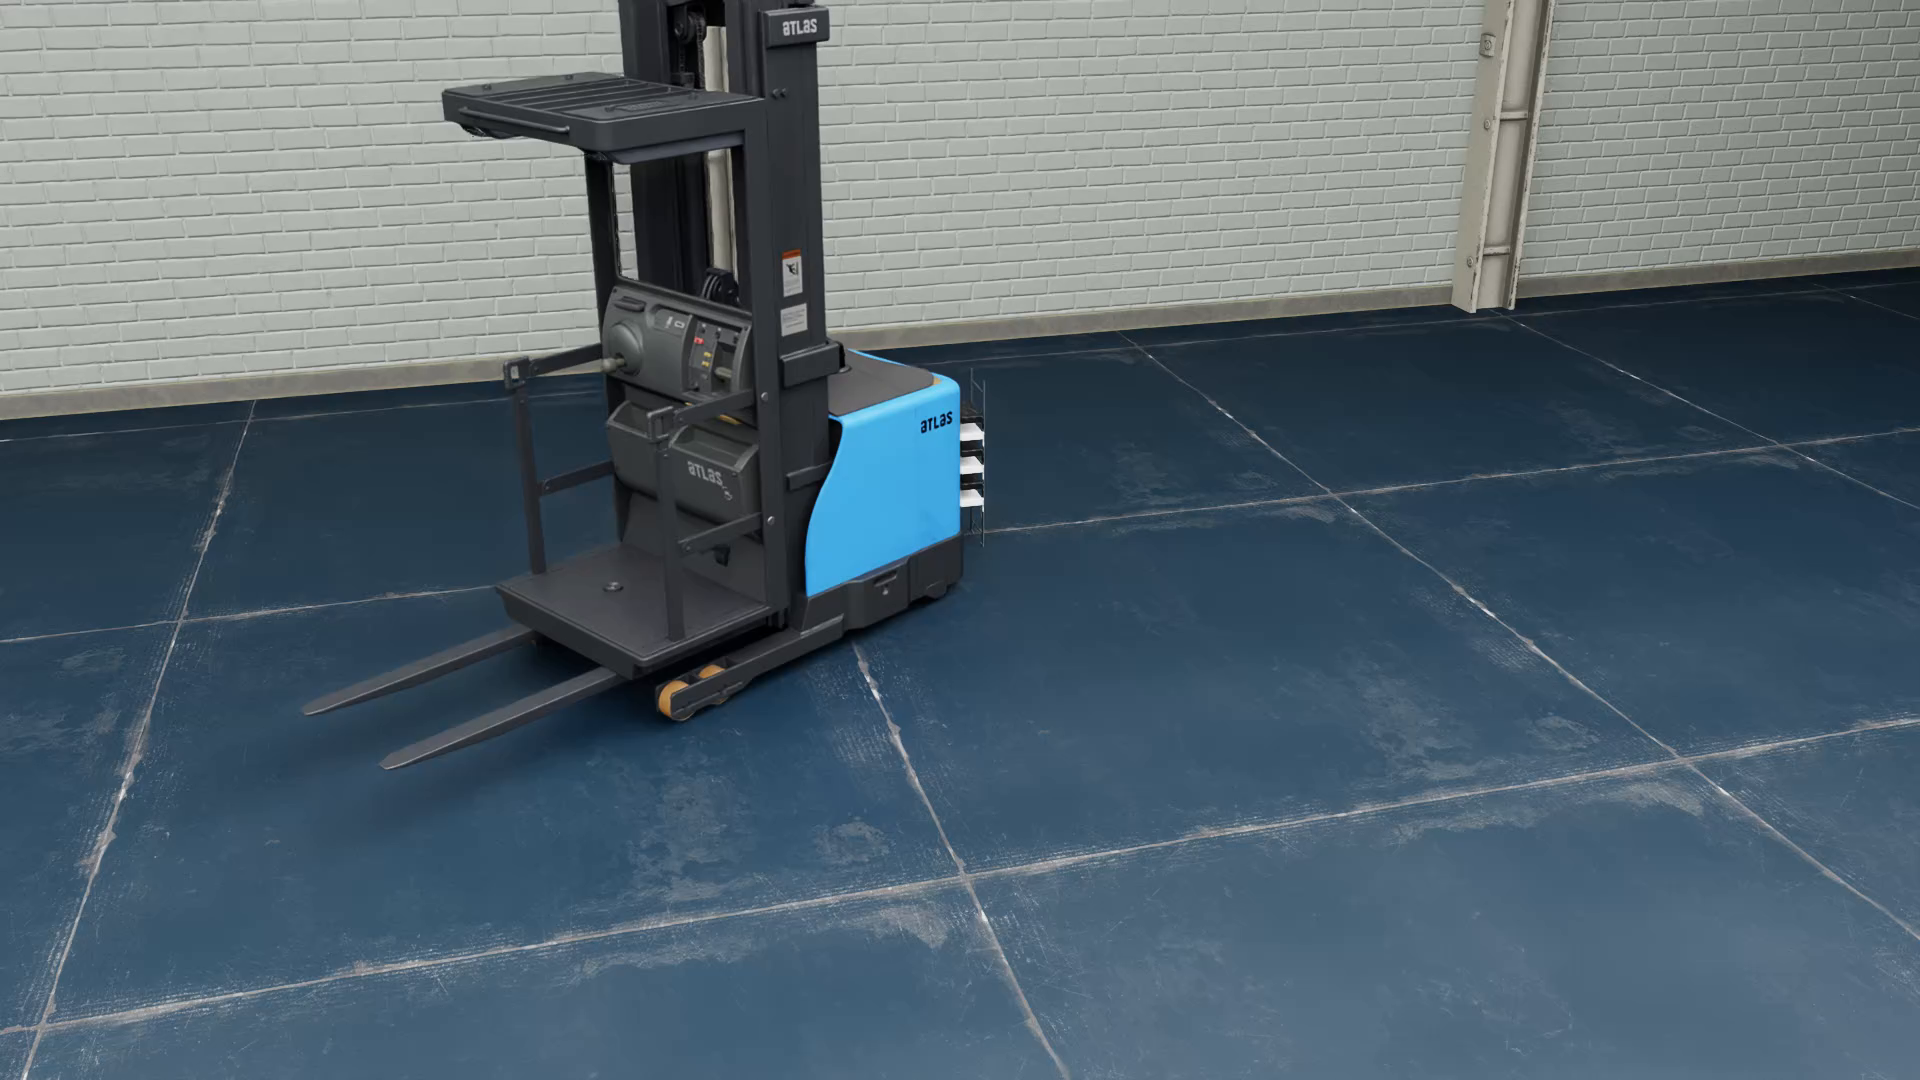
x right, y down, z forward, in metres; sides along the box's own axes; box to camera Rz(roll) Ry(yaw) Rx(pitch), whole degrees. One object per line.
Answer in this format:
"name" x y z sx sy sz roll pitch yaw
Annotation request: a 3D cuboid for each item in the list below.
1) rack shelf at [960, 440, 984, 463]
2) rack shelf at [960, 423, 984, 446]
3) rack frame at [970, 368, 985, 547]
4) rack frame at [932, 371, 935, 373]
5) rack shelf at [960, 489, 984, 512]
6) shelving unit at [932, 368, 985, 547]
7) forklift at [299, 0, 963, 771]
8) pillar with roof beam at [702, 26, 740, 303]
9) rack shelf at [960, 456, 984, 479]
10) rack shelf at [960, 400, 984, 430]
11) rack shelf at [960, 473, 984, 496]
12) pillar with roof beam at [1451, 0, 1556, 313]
"rack shelf" -0.008 -0.465 8.548 0.200 0.077 0.258 -6 24 -14
"rack shelf" -0.008 -0.547 8.513 0.200 0.077 0.258 -6 24 -14
"rack frame" 0.090 -0.424 8.596 0.006 0.900 0.240 -6 24 -14
"rack frame" -0.106 -0.402 8.545 0.006 0.900 0.240 -6 24 -14
"rack shelf" -0.008 -0.217 8.655 0.200 0.077 0.258 -6 24 -14
"shelving unit" -0.008 -0.413 8.571 0.210 0.900 0.258 -6 24 -14
"forklift" -1.354 -0.813 6.928 1.130 2.935 3.031 20 30 39
"pillar with roof beam" -0.528 -3.696 5.951 0.400 9.000 9.100 -6 24 -14
"rack shelf" -0.008 -0.382 8.584 0.200 0.077 0.258 -6 24 -14
"rack shelf" -0.008 -0.630 8.477 0.200 0.077 0.258 -6 24 -14
"rack shelf" -0.008 -0.299 8.619 0.200 0.077 0.258 -6 24 -14
"pillar with roof beam" 5.249 -4.335 7.441 0.400 9.000 9.100 -6 24 -14
